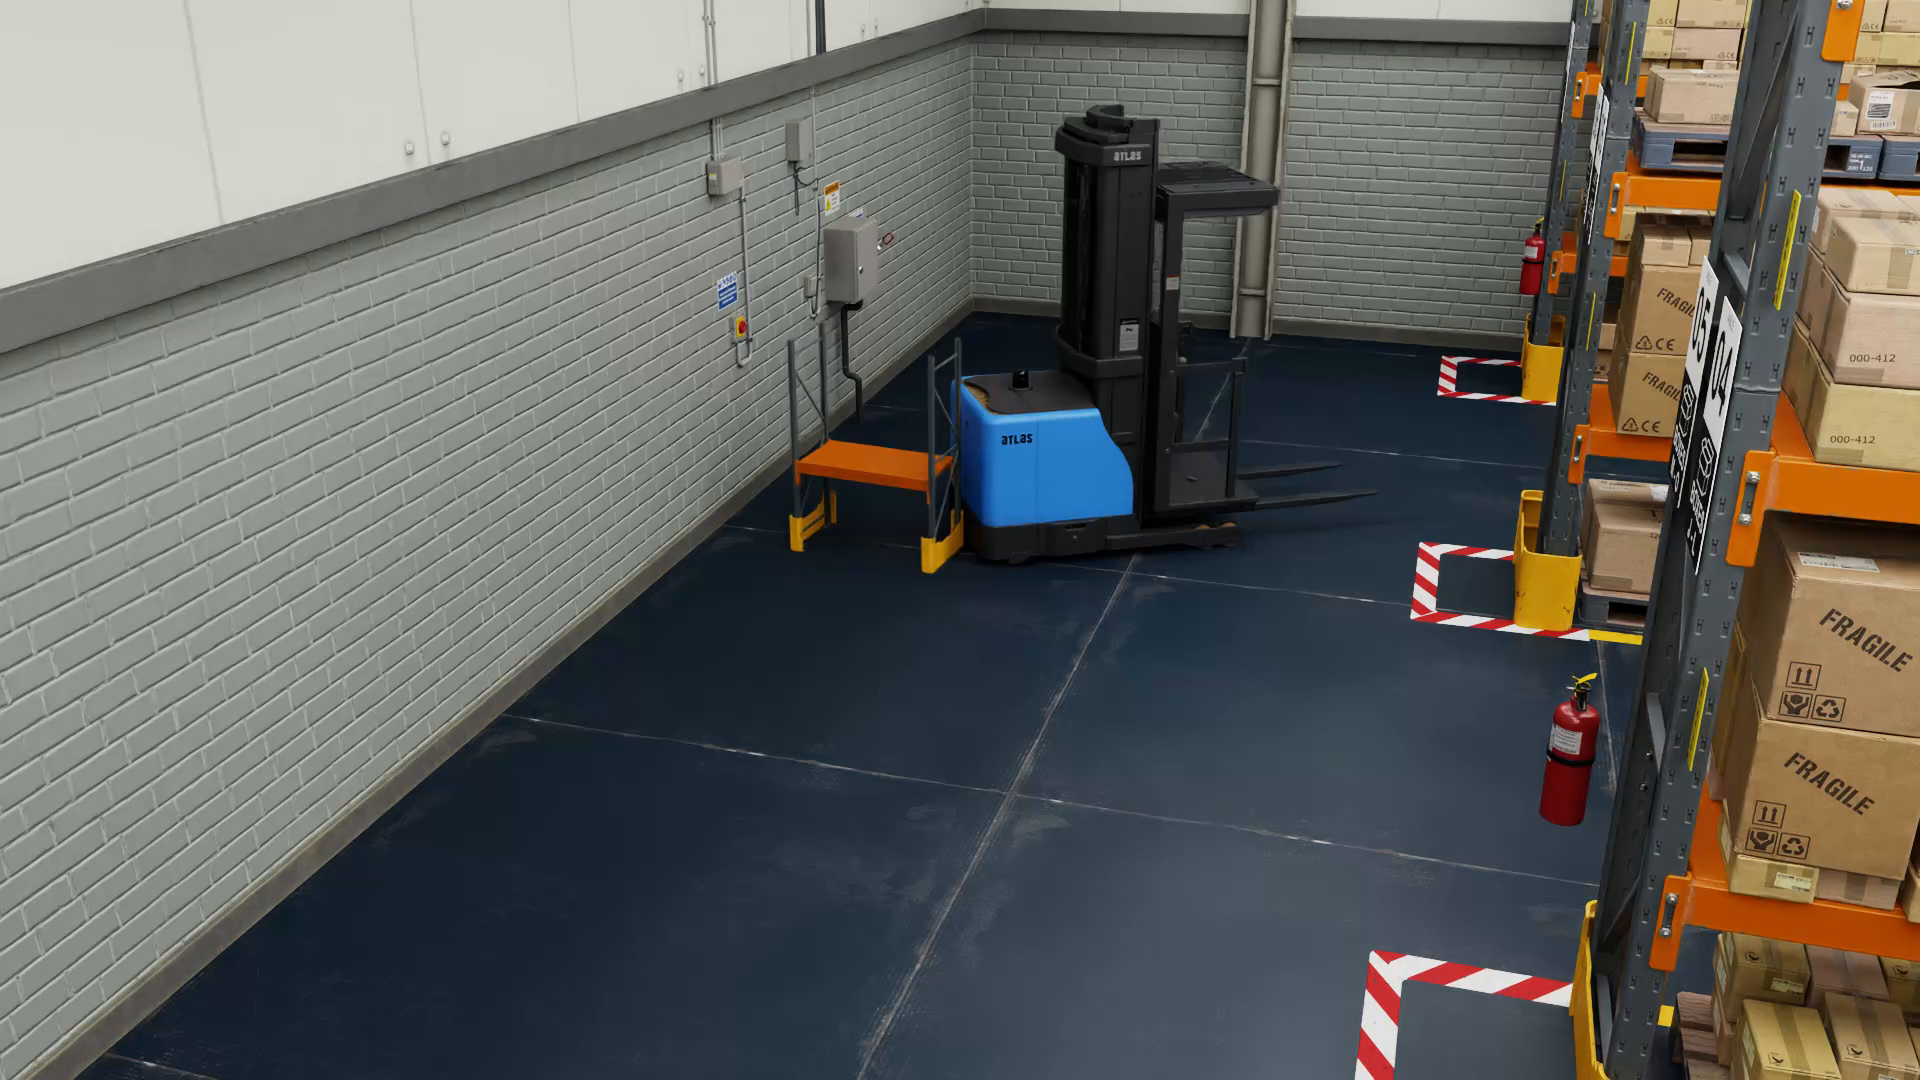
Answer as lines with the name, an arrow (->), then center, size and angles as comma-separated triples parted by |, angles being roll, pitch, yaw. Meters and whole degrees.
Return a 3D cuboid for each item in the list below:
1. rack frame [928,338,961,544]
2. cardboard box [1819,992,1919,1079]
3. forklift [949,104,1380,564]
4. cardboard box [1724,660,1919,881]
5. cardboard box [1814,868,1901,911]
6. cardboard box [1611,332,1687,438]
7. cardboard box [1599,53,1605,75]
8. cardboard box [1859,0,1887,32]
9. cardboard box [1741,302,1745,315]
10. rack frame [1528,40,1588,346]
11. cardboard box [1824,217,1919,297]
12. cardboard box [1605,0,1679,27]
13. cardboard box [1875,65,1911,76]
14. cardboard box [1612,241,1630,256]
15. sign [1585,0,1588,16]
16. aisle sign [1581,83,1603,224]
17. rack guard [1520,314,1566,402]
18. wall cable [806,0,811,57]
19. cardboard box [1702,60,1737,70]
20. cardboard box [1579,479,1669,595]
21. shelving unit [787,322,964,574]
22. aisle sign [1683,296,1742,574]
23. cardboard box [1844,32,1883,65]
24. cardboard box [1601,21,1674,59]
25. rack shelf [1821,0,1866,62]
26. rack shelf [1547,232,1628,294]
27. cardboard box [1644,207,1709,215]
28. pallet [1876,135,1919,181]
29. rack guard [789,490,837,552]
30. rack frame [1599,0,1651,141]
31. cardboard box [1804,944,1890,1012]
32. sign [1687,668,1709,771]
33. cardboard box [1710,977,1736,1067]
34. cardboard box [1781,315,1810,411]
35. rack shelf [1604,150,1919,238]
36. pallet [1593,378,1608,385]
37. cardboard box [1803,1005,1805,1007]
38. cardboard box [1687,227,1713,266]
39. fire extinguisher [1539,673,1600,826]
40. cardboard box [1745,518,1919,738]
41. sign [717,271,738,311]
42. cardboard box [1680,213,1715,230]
rack frame -> -0.100, -0.571, 11.185 | 0.032, 1.500, 0.500 | 9, 24, 21
cardboard box -> 3.204, 1.790, 5.873 | 0.250, 0.149, 0.380 | 7, 23, 16
forklift -> 1.494, -1.478, 11.510 | 3.031, 2.935, 1.130 | -6, 23, -13
cardboard box -> 2.852, 0.739, 5.493 | 0.500, 0.500, 0.500 | 8, 24, 18
cardboard box -> 2.973, 1.057, 5.572 | 0.250, 0.149, 0.380 | 7, 23, 17
cardboard box -> 4.211, -0.926, 9.943 | 0.500, 0.500, 0.500 | 6, 23, 15
cardboard box -> 5.503, -3.992, 13.929 | 0.250, 0.149, 0.380 | 7, 23, 17
cardboard box -> 7.075, -4.223, 13.307 | 0.500, 0.250, 0.500 | 7, 23, 17
cardboard box -> 4.709, -1.335, 9.623 | 0.500, 0.500, 0.500 | 6, 23, 14
rack frame -> 5.265, -2.840, 14.742 | 0.127, 3.000, 1.000 | 7, 23, 16
cardboard box -> 2.746, -0.843, 4.933 | 0.250, 0.149, 0.380 | 6, 23, 15
cardboard box -> 5.617, -4.388, 13.709 | 0.500, 0.250, 0.500 | 6, 23, 15
cardboard box -> 7.453, -3.760, 13.362 | 0.250, 0.149, 0.380 | 7, 23, 16
cardboard box -> 5.757, -2.577, 14.432 | 0.250, 0.149, 0.380 | 7, 23, 17
sign -> 5.109, -4.435, 13.526 | 0.005, 0.325, 0.100 | 7, 23, 16
aisle sign -> 3.856, -2.360, 10.145 | 0.004, 0.787, 0.394 | 7, 23, 16
rack guard -> 5.338, -1.675, 15.196 | 0.348, 0.500, 1.175 | 7, 23, 16
wall cable -> -1.472, -4.606, 11.142 | 0.029, 3.000, 2.355 | 7, 23, 16
cardboard box -> 6.211, -3.874, 13.641 | 0.250, 0.149, 0.380 | 7, 23, 17
cardboard box -> 4.496, -0.009, 10.663 | 0.875, 0.438, 0.875 | 6, 23, 14
shelving unit -> -0.578, -0.646, 11.368 | 1.083, 1.500, 0.587 | 9, 24, 21
aisle sign -> 2.345, -0.329, 5.193 | 0.004, 0.787, 0.394 | 7, 23, 16
cardboard box -> 7.092, -3.991, 13.401 | 0.500, 0.250, 0.500 | 6, 23, 15
cardboard box -> 5.611, -4.148, 13.784 | 0.500, 0.250, 0.500 | 6, 23, 15
rack shelf -> 4.417, -1.449, 4.397 | 4.000, 0.370, 1.077 | 7, 23, 16
rack shelf -> 7.180, -2.288, 14.344 | 4.000, 0.370, 1.077 | 7, 23, 16
cardboard box -> 6.104, -2.706, 14.219 | 0.500, 0.250, 0.500 | 7, 23, 16
pallet -> 5.720, -2.173, 9.279 | 1.213, 0.211, 1.003 | 7, 23, 15
rack guard -> -1.038, -0.140, 11.781 | 0.087, 0.250, 0.587 | 9, 24, 21
rack frame -> 3.835, -3.812, 9.206 | 0.127, 3.000, 1.000 | 7, 23, 16
cardboard box -> 3.306, 1.637, 6.246 | 0.250, 0.149, 0.380 | 7, 23, 17
sign -> 2.345, 0.570, 5.288 | 0.005, 0.325, 0.100 | 7, 23, 16
cardboard box -> 3.066, 1.880, 6.438 | 0.250, 0.149, 0.380 | 7, 23, 16
cardboard box -> 3.014, -0.592, 5.505 | 0.500, 0.250, 0.500 | 6, 23, 14
rack shelf -> 5.750, -1.872, 9.377 | 4.000, 0.370, 1.077 | 7, 23, 16
pallet -> 6.101, -1.455, 15.039 | 1.213, 0.211, 1.003 | 7, 23, 16
cardboard box -> 3.324, 1.763, 6.332 | 0.250, 0.149, 0.380 | 6, 23, 14
cardboard box -> 4.366, -1.703, 9.665 | 0.250, 0.149, 0.380 | 7, 23, 17
fire extinguisher -> 2.394, 0.786, 6.494 | 0.183, 0.674, 0.296 | 7, 23, 16
cardboard box -> 2.855, 0.272, 5.312 | 0.500, 0.500, 0.500 | 6, 23, 15
sign -> -1.643, -1.760, 11.753 | 0.001, 0.218, 0.327 | 7, 23, 16
cardboard box -> 4.486, -1.860, 10.047 | 0.250, 0.149, 0.380 | 7, 23, 16
